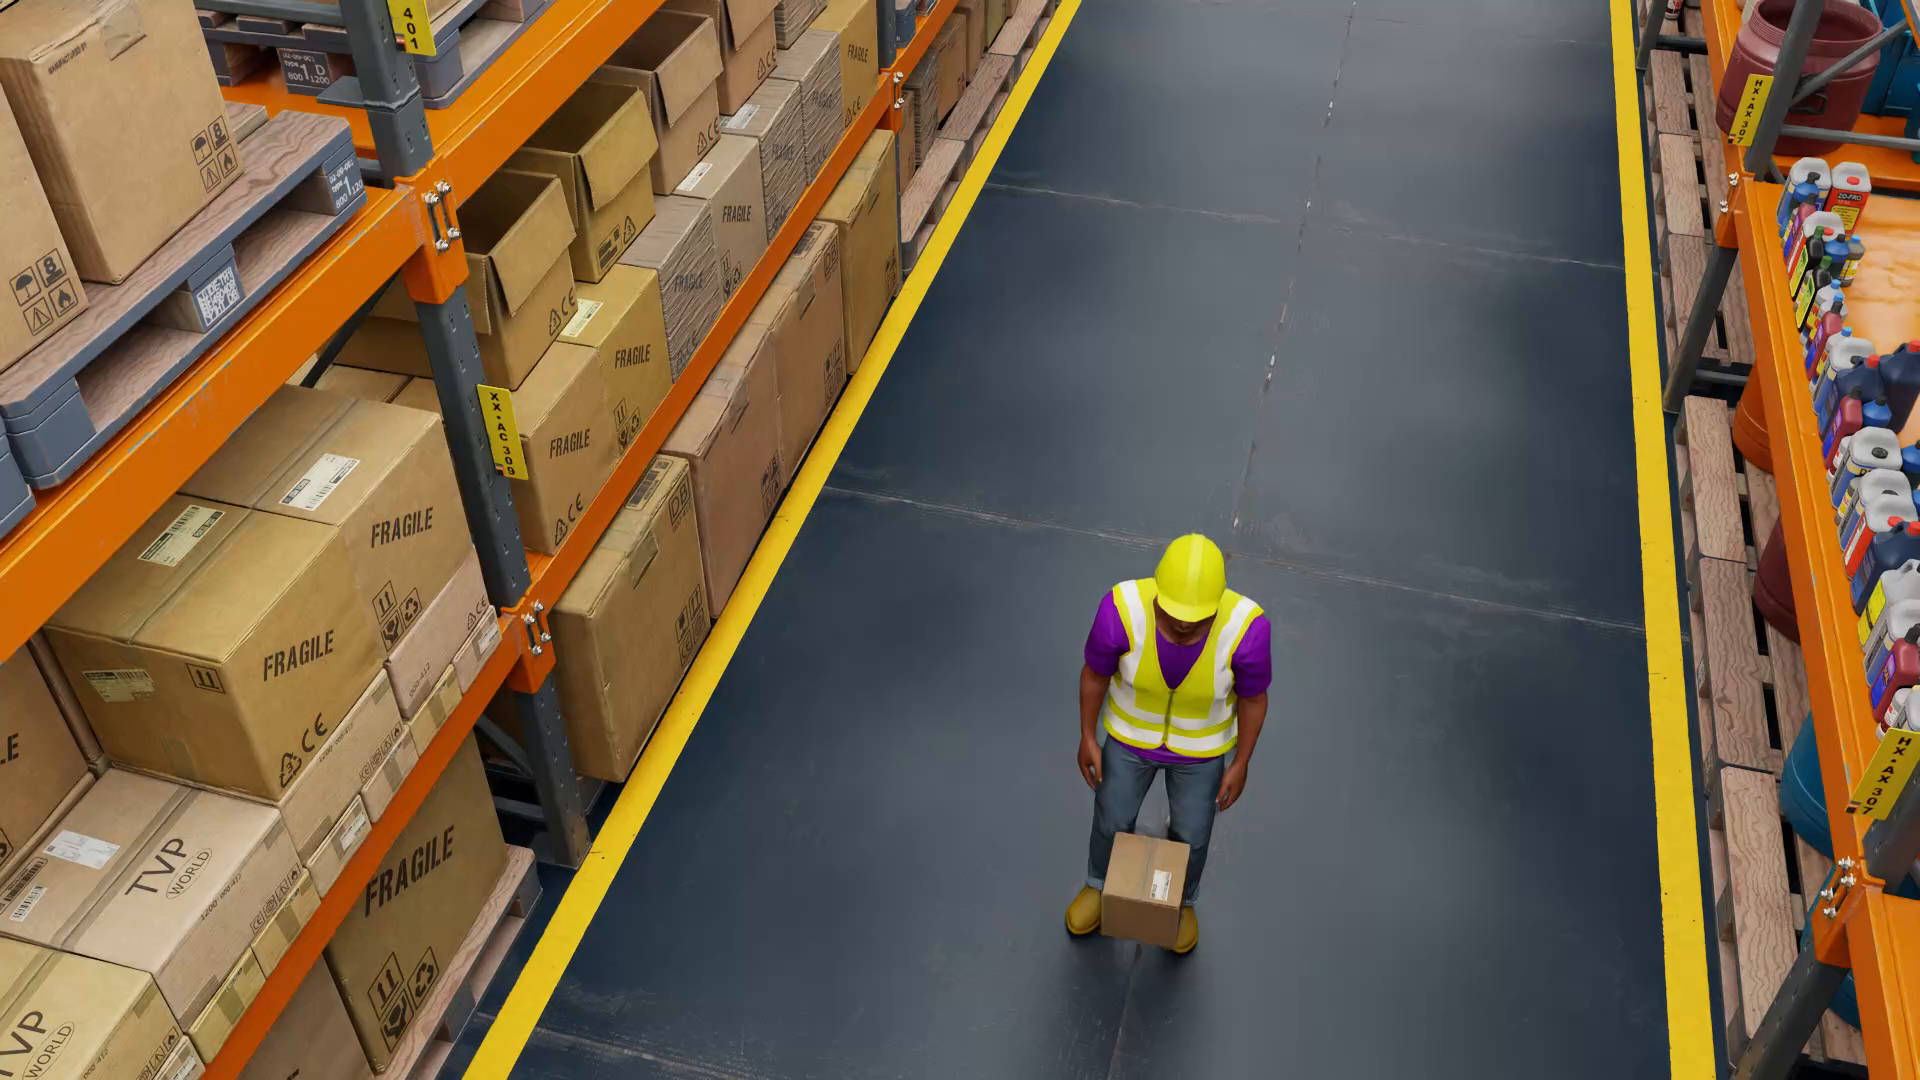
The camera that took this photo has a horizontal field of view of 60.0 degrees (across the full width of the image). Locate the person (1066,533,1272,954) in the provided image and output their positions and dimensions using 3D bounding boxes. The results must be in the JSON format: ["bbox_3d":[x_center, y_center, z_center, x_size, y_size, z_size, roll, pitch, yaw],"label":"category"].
[{"bbox_3d":[0.670,0.652,5.386,0.595,1.764,0.431,9,42,10],"label":"person"}]
